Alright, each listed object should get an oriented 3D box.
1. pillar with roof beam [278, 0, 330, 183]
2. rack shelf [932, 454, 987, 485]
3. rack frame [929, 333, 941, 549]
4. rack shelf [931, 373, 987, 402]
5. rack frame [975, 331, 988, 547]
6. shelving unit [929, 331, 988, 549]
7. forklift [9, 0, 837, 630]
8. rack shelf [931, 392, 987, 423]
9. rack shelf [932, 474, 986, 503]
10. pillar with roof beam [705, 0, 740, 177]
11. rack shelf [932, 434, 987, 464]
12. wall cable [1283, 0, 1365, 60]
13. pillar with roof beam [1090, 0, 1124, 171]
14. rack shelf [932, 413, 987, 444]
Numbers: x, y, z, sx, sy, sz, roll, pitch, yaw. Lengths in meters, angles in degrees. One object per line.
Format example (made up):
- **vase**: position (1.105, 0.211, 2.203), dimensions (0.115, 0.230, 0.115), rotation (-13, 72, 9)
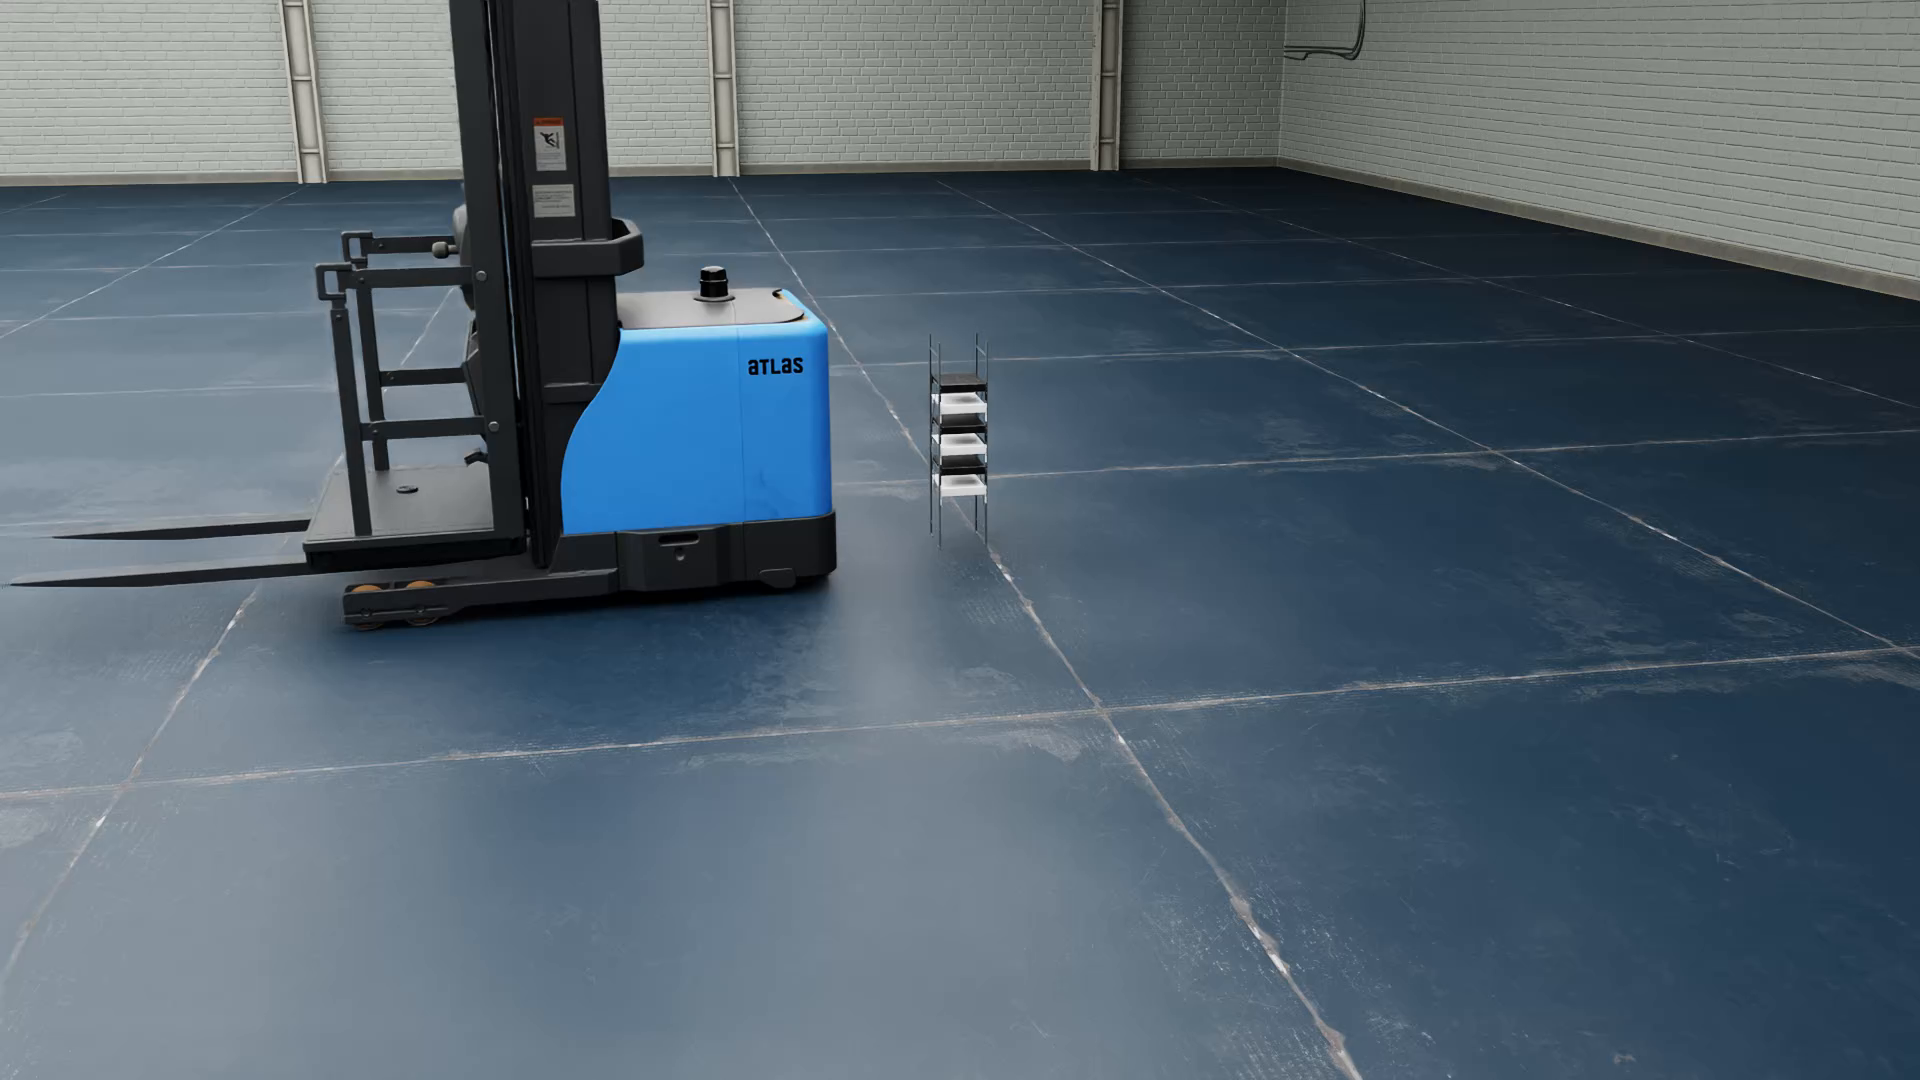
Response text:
- **pillar with roof beam**: position (-8.656, -8.312, 19.046), dimensions (0.400, 9.000, 9.100), rotation (-3, 17, -10)
- **rack shelf**: position (-0.008, -0.312, 7.214), dimensions (0.200, 0.077, 0.258), rotation (-3, 17, -10)
- **rack frame**: position (-0.108, -0.424, 7.160), dimensions (0.006, 0.900, 0.240), rotation (-3, 17, -10)
- **rack shelf**: position (-0.008, -0.656, 7.109), dimensions (0.200, 0.077, 0.258), rotation (-3, 17, -10)
- **rack frame**: position (0.092, -0.435, 7.197), dimensions (0.006, 0.900, 0.240), rotation (-3, 17, -10)
- **shelving unit**: position (-0.008, -0.430, 7.178), dimensions (0.210, 0.900, 0.258), rotation (-3, 17, -10)
- **forklift**: position (-2.072, -1.235, 6.342), dimensions (3.031, 2.935, 1.130), rotation (-4, 18, -14)
- **rack shelf**: position (-0.008, -0.570, 7.135), dimensions (0.200, 0.077, 0.258), rotation (-3, 17, -10)
- **rack shelf**: position (-0.008, -0.226, 7.241), dimensions (0.200, 0.077, 0.258), rotation (-3, 17, -10)
- **pillar with roof beam**: position (-2.765, -8.646, 20.134), dimensions (0.400, 9.000, 9.100), rotation (-3, 17, -10)
- **rack shelf**: position (-0.008, -0.398, 7.188), dimensions (0.200, 0.077, 0.258), rotation (-3, 17, -10)
- **wall cable**: position (5.452, -8.520, 25.012), dimensions (0.112, 2.526, 3.097), rotation (-3, 17, -10)
- **pillar with roof beam**: position (3.126, -8.980, 21.222), dimensions (0.400, 9.000, 9.100), rotation (-3, 17, -10)
- **rack shelf**: position (-0.008, -0.484, 7.162), dimensions (0.200, 0.077, 0.258), rotation (-3, 17, -10)
